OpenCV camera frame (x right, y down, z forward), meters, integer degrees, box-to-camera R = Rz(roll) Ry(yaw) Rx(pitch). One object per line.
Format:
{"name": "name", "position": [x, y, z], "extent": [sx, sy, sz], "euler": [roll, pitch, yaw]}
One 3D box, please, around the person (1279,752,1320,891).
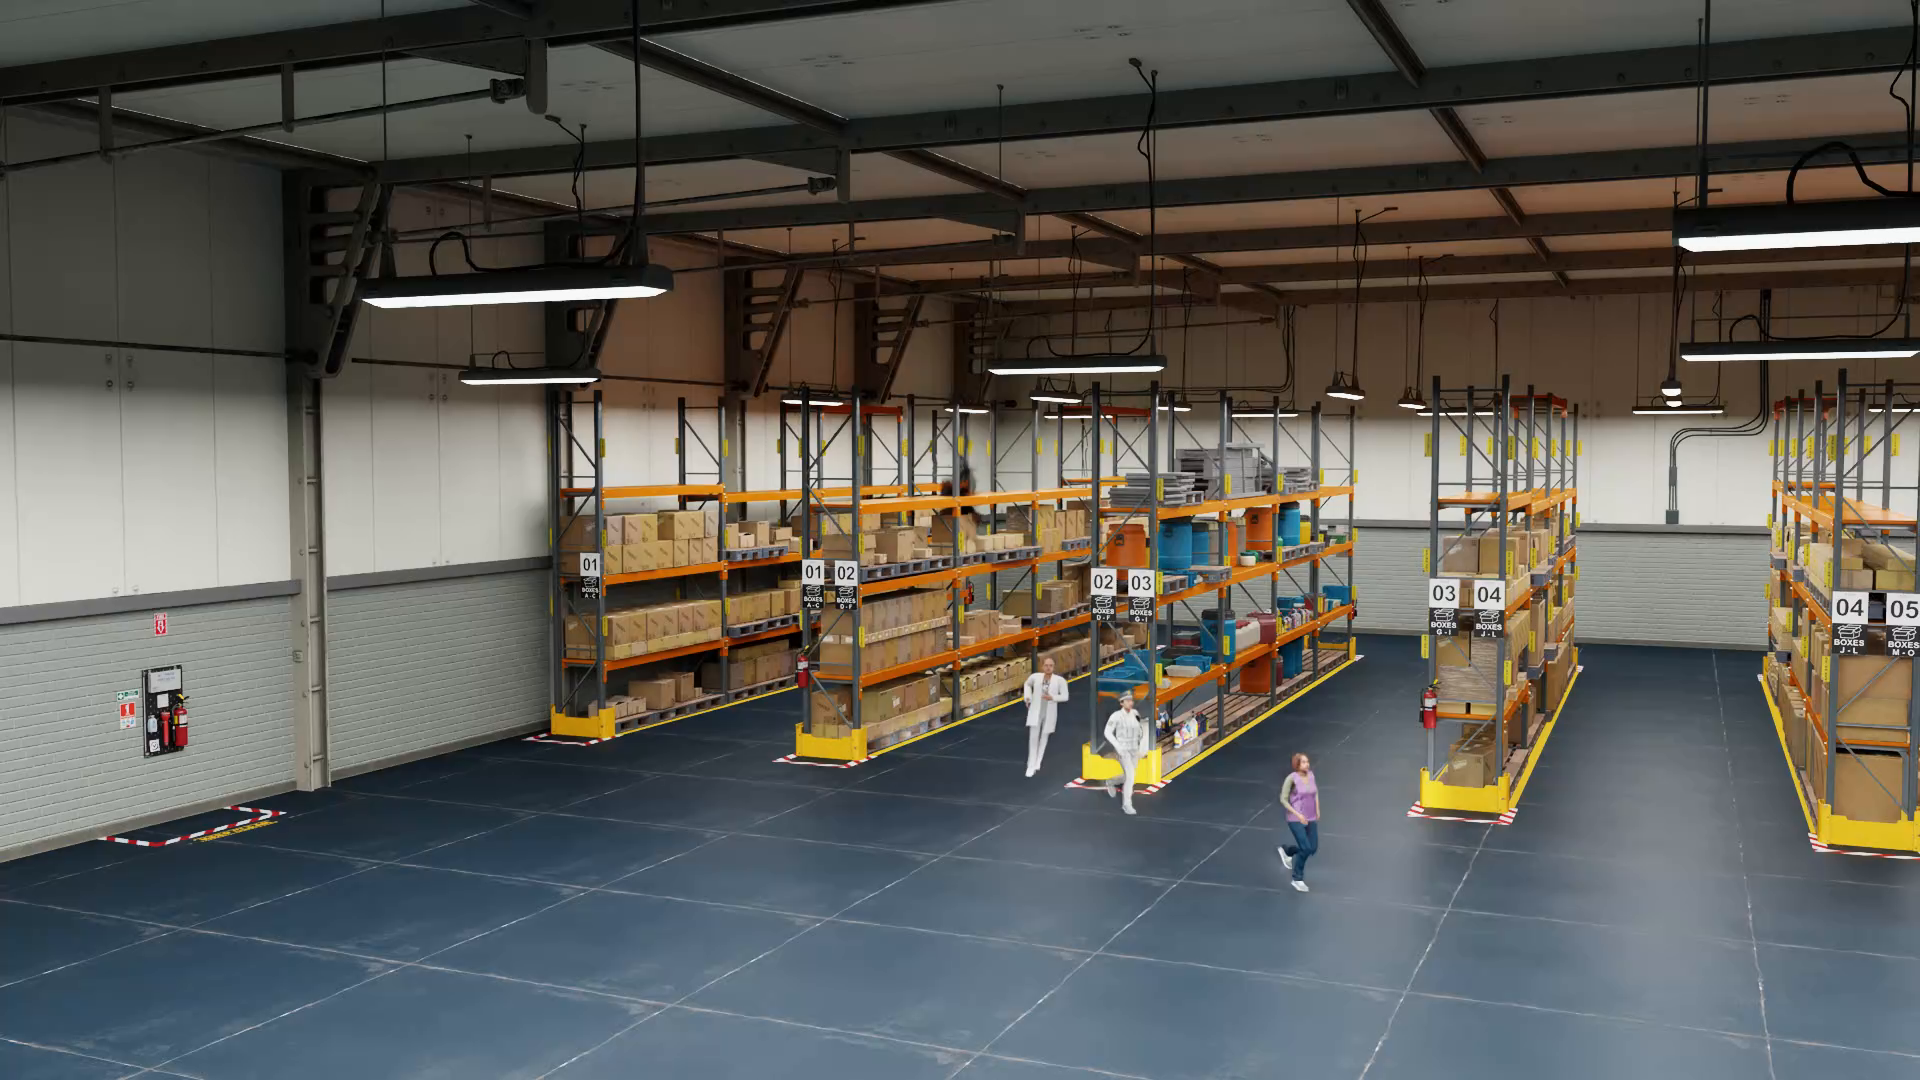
{"name": "person", "position": [3.854, 3.187, 18.951], "extent": [0.562, 1.578, 0.604], "euler": [-2, 4, -28]}

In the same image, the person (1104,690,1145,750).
{"name": "person", "position": [2.311, 2.475, 22.916], "extent": [0.635, 0.828, 0.348], "euler": [-2, 4, -34]}

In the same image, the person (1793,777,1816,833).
{"name": "person", "position": [16.878, 2.780, 25.535], "extent": [8.681, 1.659, 11.049], "euler": [1, 3, 18]}

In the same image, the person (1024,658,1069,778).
{"name": "person", "position": [1.325, 2.727, 25.604], "extent": [0.686, 1.842, 0.776], "euler": [0, 3, 2]}
